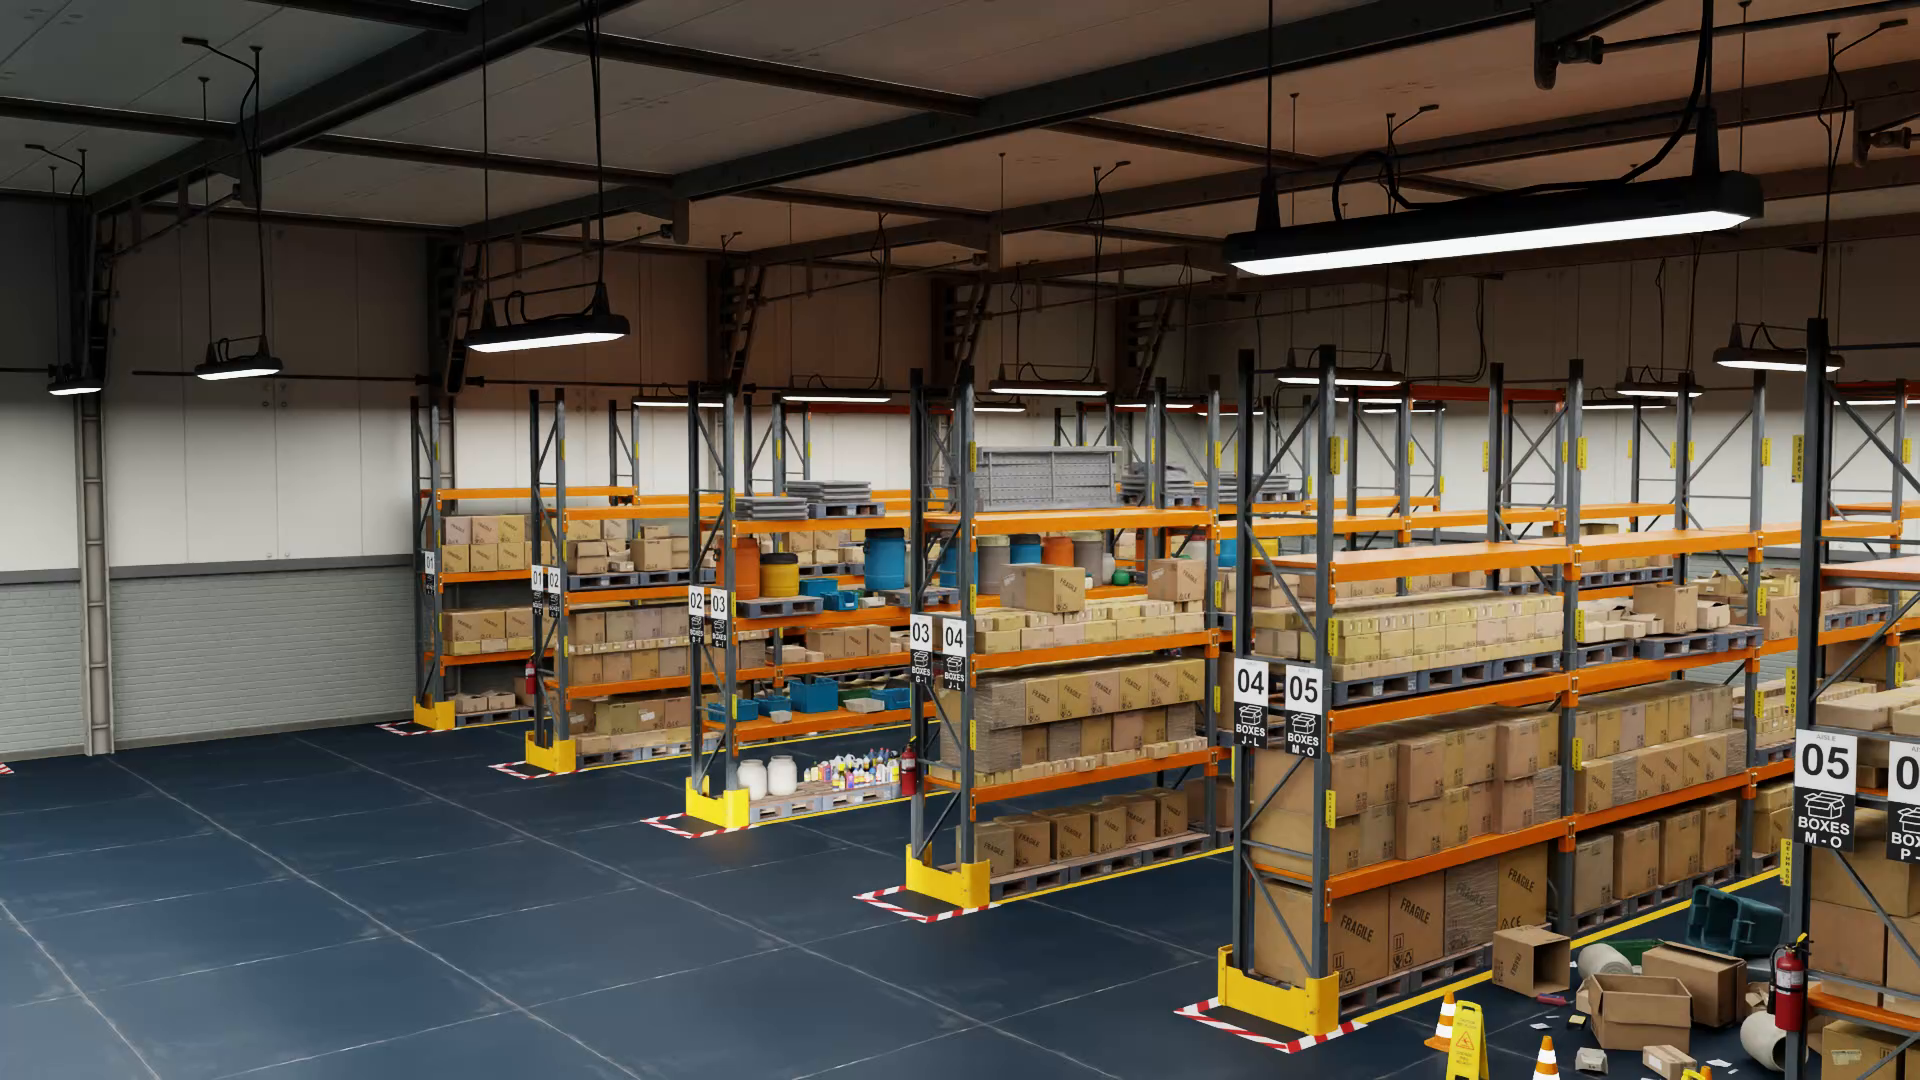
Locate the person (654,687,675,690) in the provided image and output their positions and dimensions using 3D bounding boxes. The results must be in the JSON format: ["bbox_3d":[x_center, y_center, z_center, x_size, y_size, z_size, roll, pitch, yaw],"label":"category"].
[{"bbox_3d":[-5.527,2.485,31.259,0.515,1.629,0.947,1,4,20],"label":"person"}]
